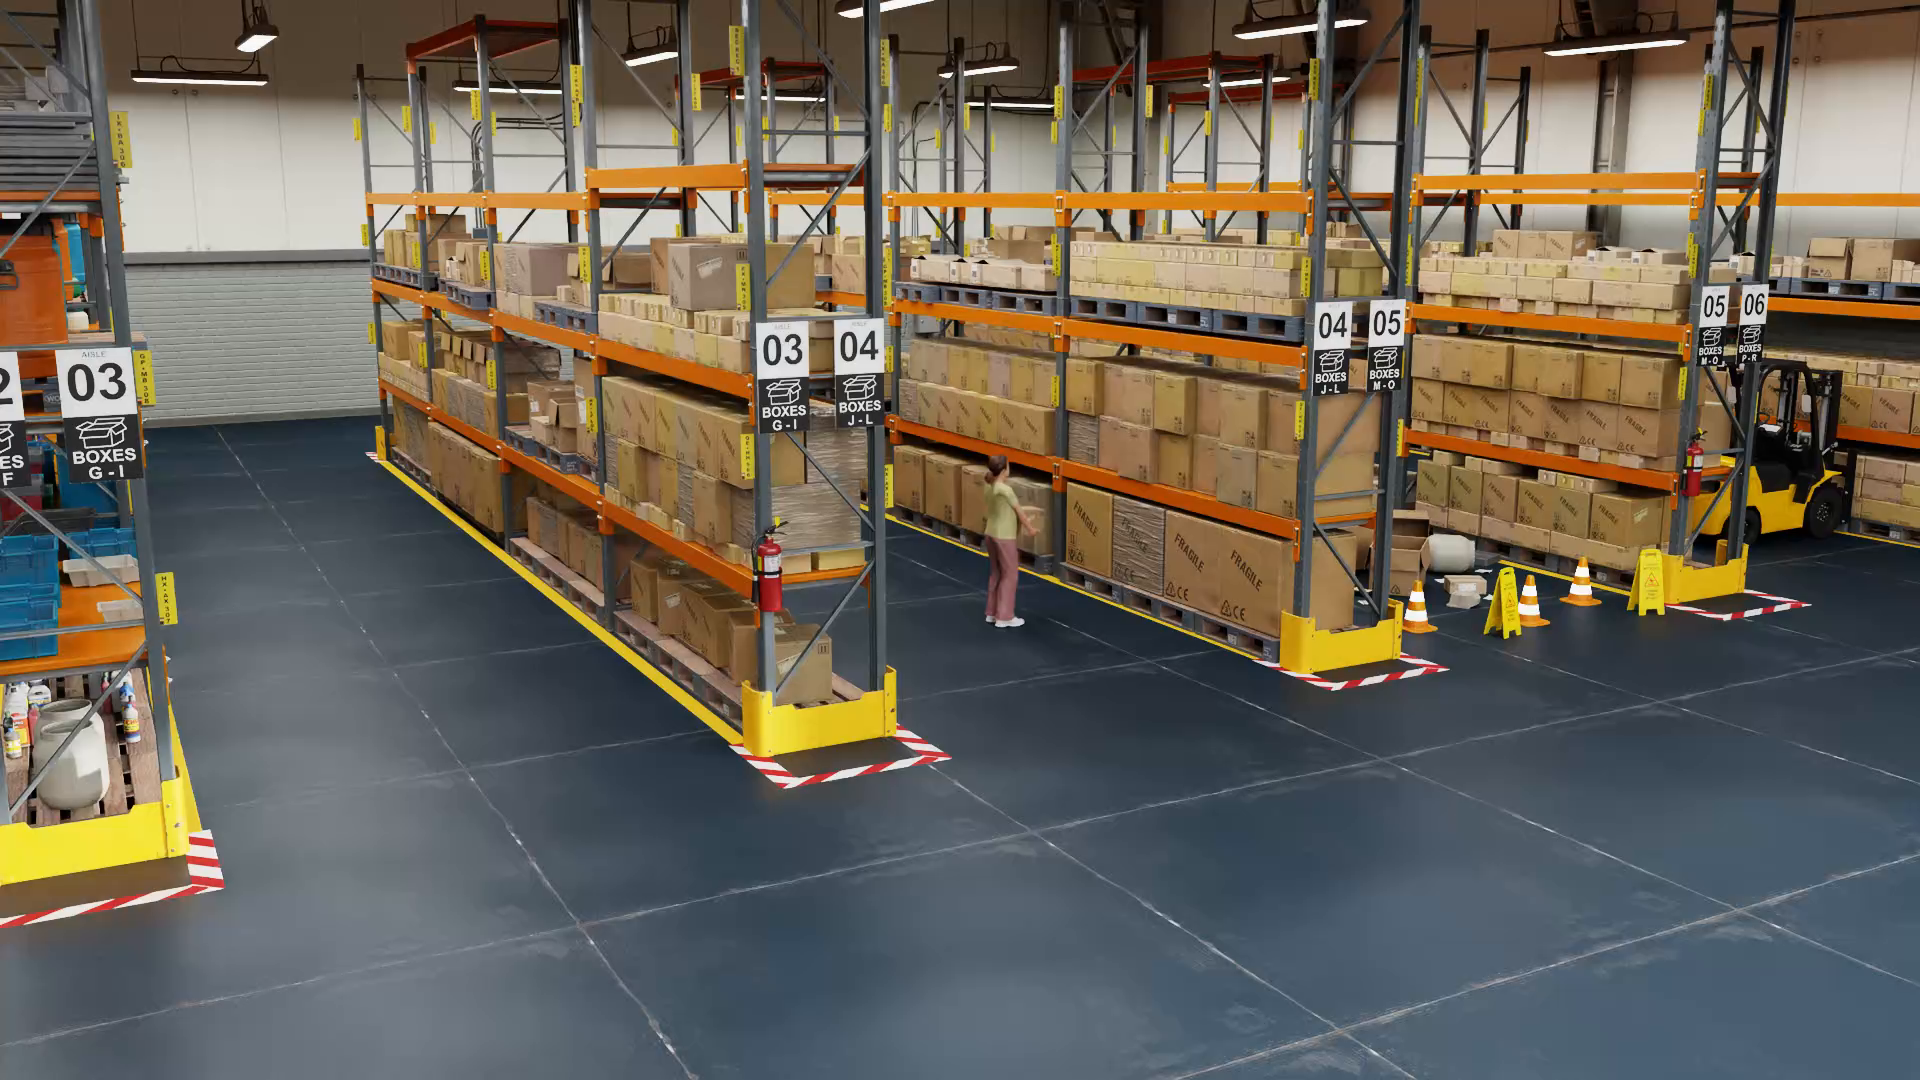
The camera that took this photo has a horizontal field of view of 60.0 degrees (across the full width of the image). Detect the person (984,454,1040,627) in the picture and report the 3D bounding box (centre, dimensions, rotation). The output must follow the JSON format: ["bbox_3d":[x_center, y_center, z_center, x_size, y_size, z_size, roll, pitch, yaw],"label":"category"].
[{"bbox_3d":[0.470,-0.010,16.032,0.538,1.668,0.404,-6,13,-28],"label":"person"}]
